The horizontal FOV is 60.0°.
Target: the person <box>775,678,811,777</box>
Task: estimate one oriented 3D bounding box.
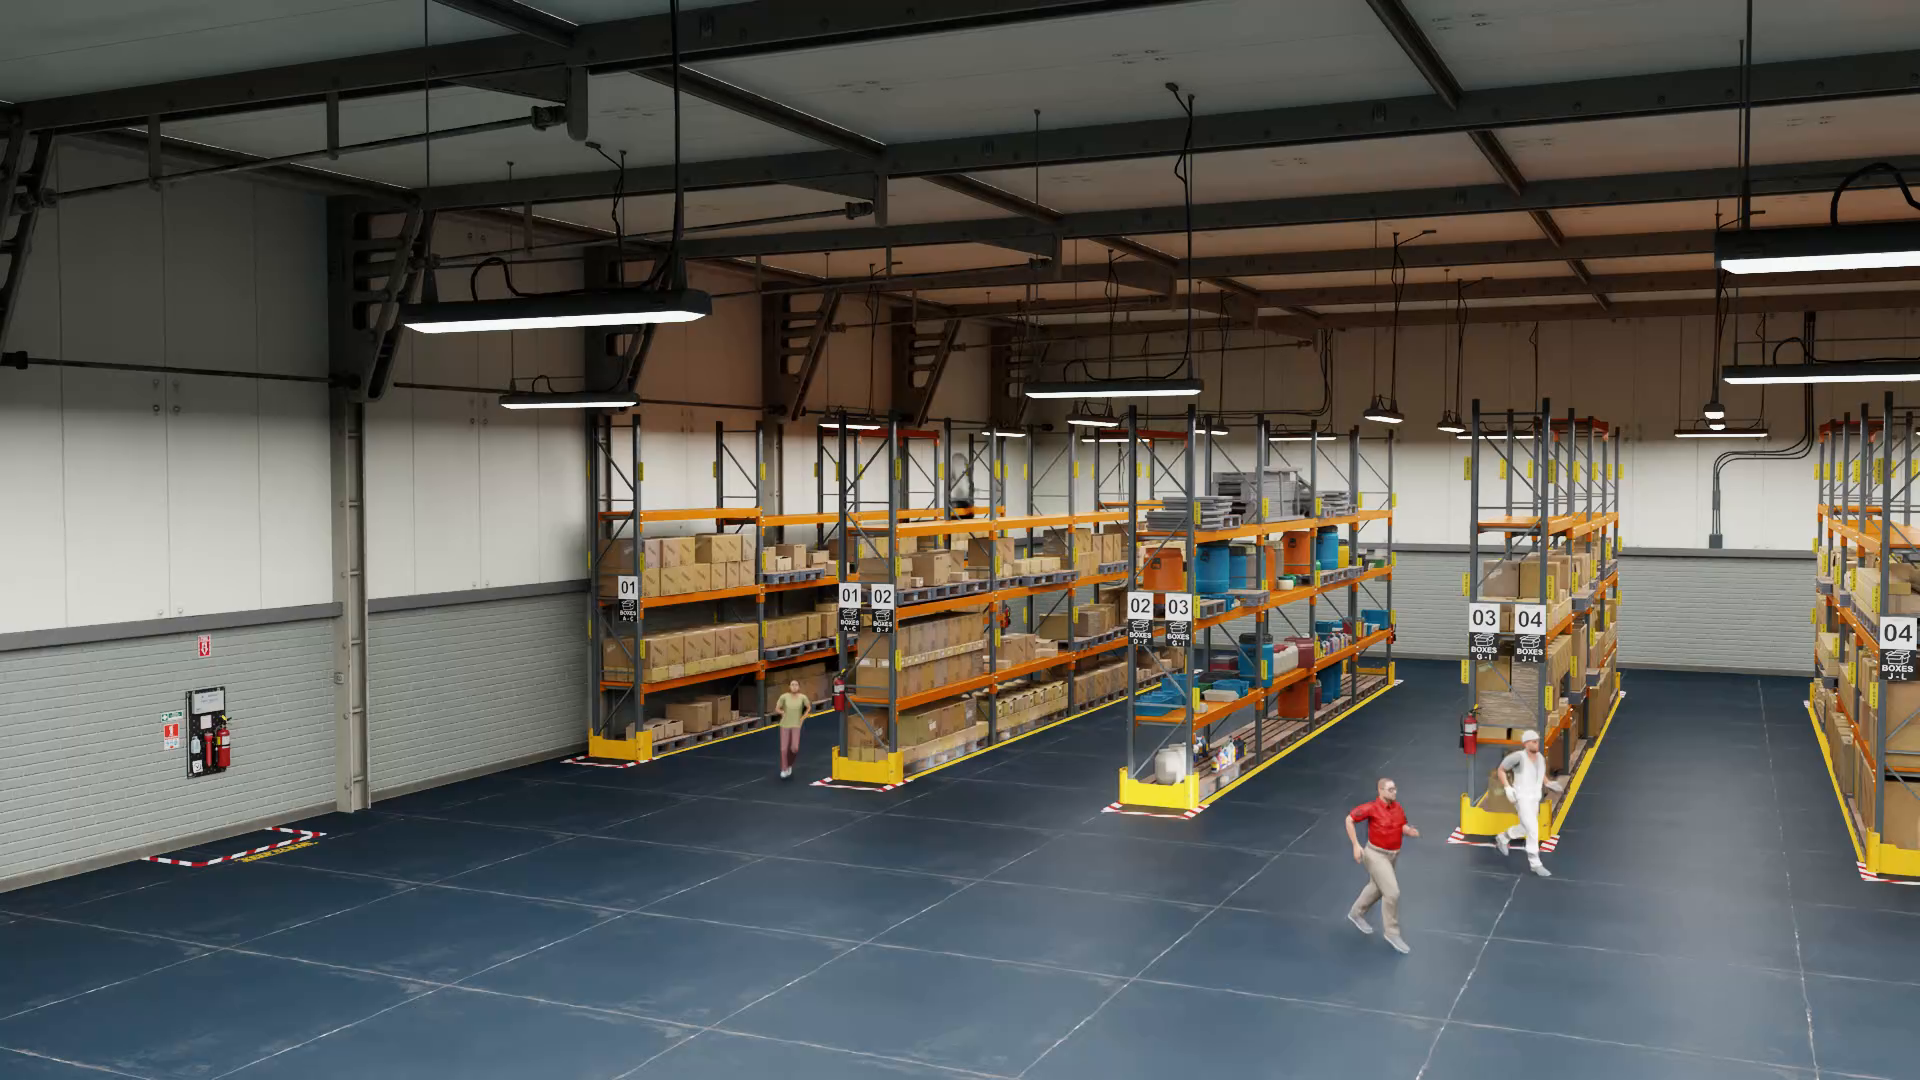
[{"bbox_3d":[-2.728,3.064,27.128,0.591,1.626,0.591,0,2,-4],"label":"person"}]

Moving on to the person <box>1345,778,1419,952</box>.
[{"bbox_3d":[4.475,3.409,17.626,0.634,1.789,0.863,-2,3,-43],"label":"person"}]

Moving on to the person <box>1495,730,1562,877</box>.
[{"bbox_3d":[7.062,3.254,20.896,0.627,1.773,0.968,-1,3,-29],"label":"person"}]
